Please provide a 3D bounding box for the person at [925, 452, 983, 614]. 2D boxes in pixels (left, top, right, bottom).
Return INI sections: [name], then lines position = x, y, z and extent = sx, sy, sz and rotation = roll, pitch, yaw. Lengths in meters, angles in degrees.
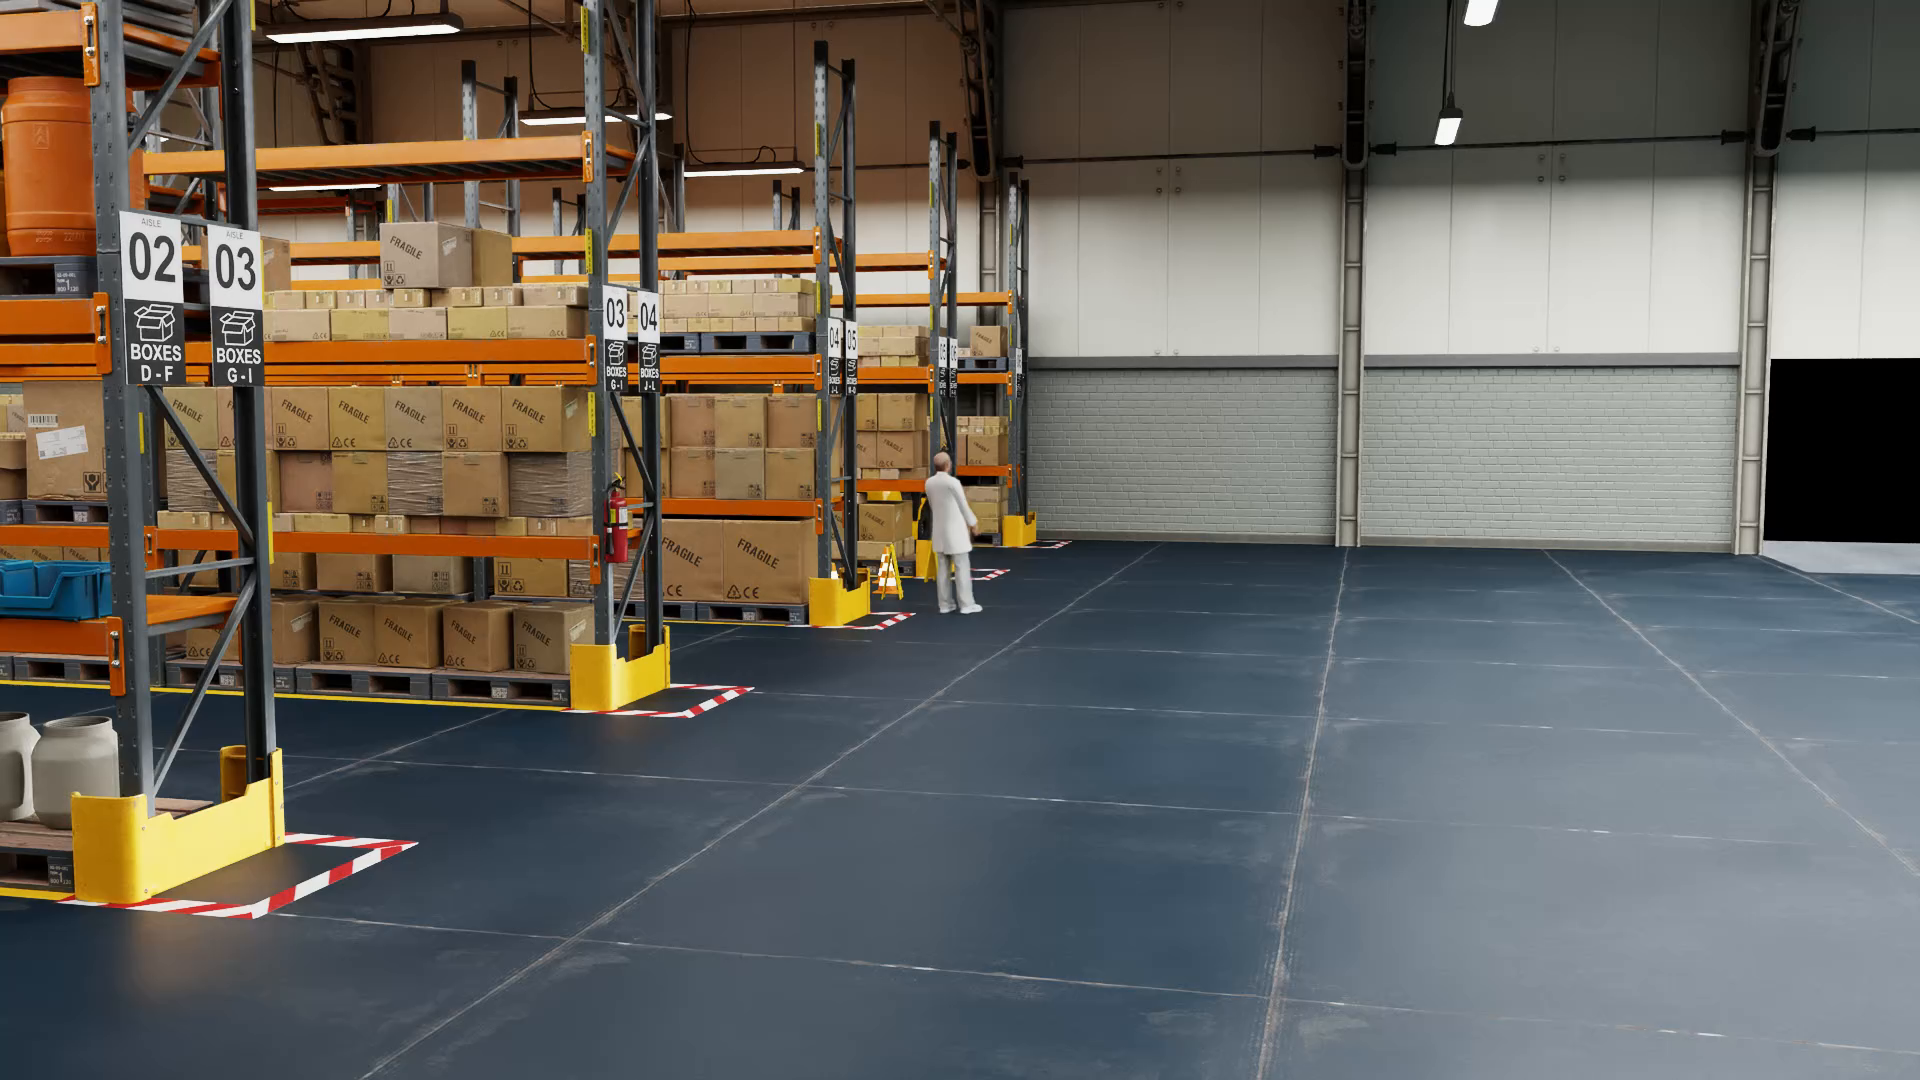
[person]
position = -0.064, -0.086, 18.441
extent = 0.540, 1.779, 0.566
rotation = -4, 6, -43
